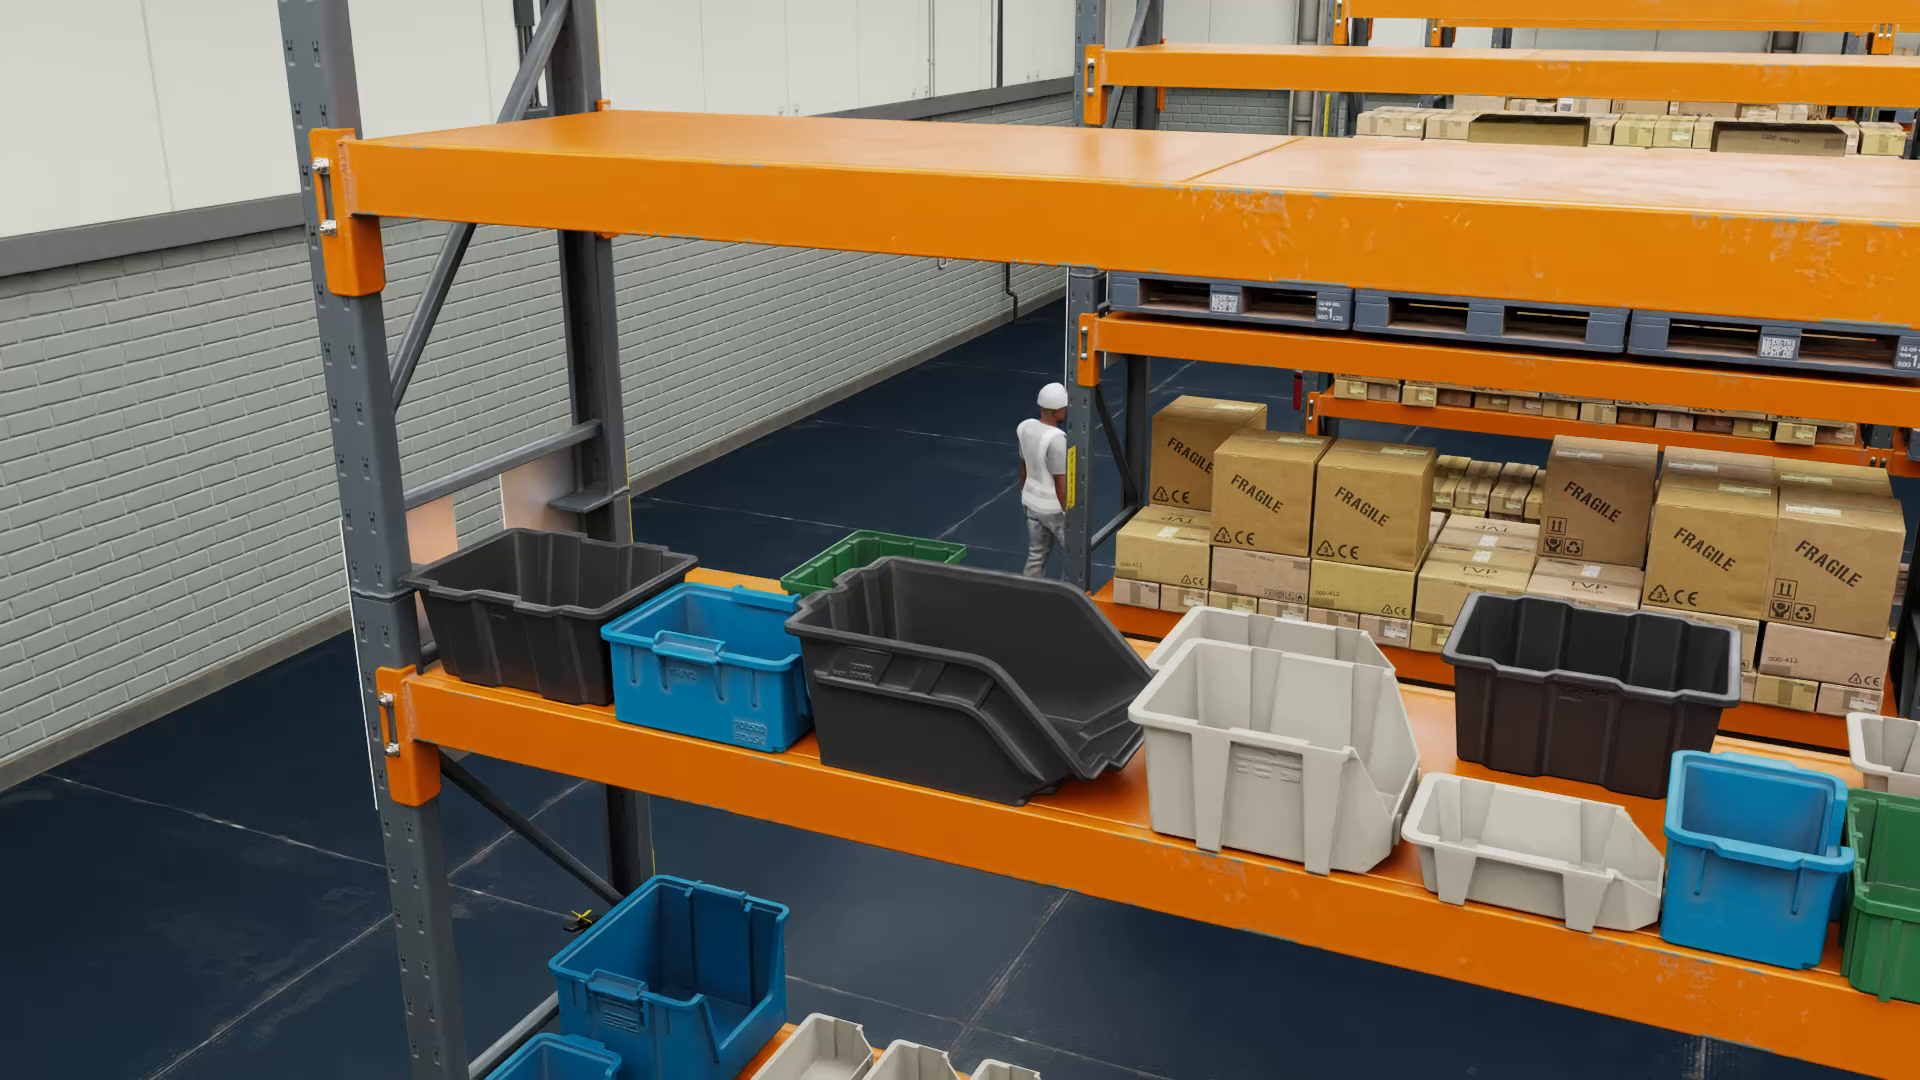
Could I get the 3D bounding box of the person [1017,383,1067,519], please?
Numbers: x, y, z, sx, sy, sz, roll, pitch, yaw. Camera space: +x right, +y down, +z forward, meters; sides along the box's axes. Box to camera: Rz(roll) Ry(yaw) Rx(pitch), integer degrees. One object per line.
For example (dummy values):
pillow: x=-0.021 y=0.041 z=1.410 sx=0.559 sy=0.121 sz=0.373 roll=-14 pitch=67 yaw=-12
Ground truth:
person: x=0.712 y=-0.249 z=11.761 sx=0.547 sy=1.809 sz=0.593 roll=-10 pitch=21 yaw=-27
